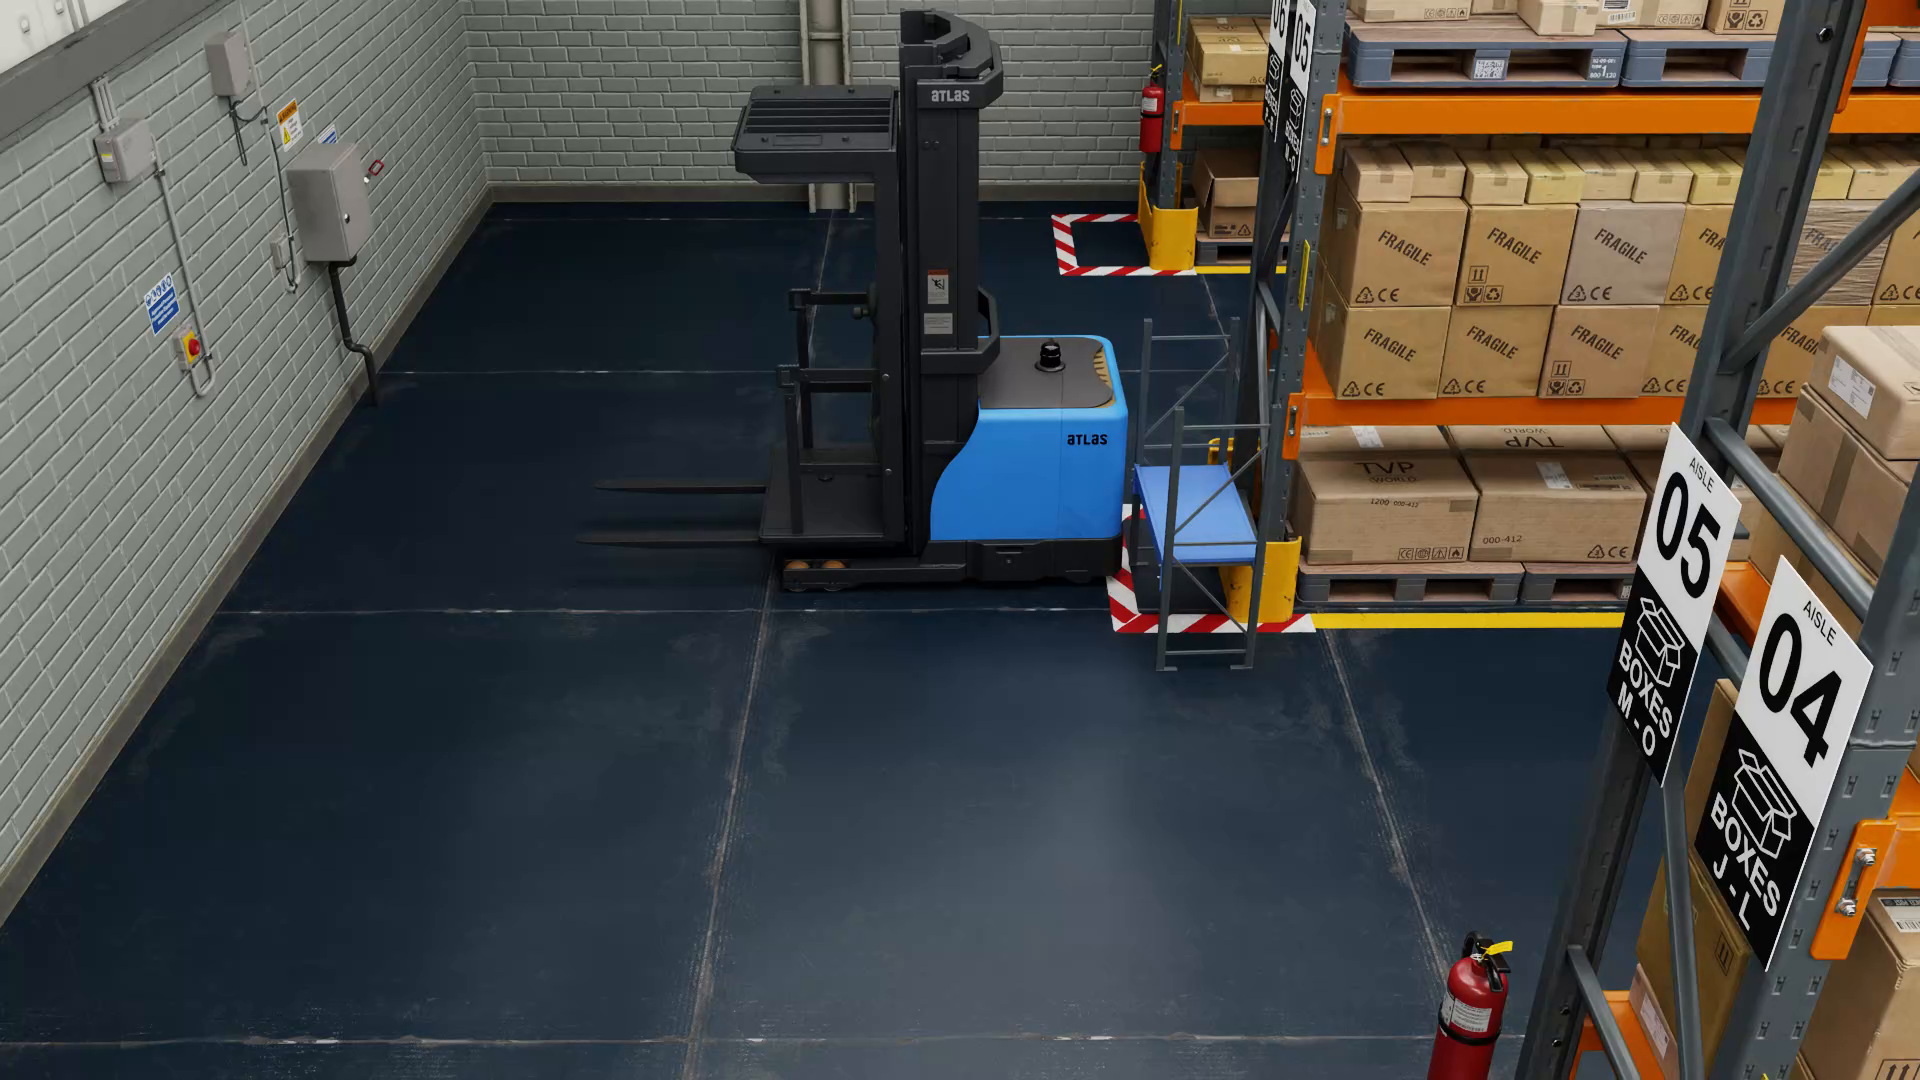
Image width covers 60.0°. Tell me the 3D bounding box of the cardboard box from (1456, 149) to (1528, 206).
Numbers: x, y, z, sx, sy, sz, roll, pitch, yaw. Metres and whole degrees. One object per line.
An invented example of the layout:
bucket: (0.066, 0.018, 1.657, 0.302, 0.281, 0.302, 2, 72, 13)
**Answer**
cardboard box: (2.516, -1.726, 7.906, 0.250, 0.149, 0.380, 1, 31, 1)

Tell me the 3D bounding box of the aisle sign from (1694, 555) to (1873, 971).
aisle sign: (1.697, 0.470, 3.467, 0.004, 0.787, 0.394, 0, 31, 0)

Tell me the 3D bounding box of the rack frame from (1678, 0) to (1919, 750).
rack frame: (1.768, -1.139, 2.842, 0.127, 3.000, 1.000, 0, 31, 0)

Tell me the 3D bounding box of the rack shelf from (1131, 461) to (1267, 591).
rack shelf: (1.228, -0.089, 8.686, 0.538, 0.185, 1.000, -1, 31, -2)

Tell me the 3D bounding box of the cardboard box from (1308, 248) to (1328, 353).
cardboard box: (2.118, -1.323, 8.832, 0.500, 0.500, 0.500, 0, 31, 0)

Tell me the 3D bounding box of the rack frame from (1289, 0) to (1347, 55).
rack frame: (1.637, -3.707, 7.073, 0.127, 3.000, 1.000, 0, 31, 0)

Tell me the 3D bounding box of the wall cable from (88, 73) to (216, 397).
wall cable: (-4.001, -1.560, 8.308, 0.123, 1.953, 0.585, 0, 31, 0)

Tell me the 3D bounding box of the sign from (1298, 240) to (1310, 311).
sign: (1.634, -1.258, 7.910, 0.005, 0.325, 0.100, 0, 31, 0)

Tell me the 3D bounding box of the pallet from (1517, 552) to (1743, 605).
pallet: (3.653, 0.005, 9.427, 1.213, 0.211, 1.003, 0, 31, 0)

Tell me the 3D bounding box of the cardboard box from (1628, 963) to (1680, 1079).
cardboard box: (2.092, 1.385, 4.706, 0.250, 0.149, 0.380, 0, 31, 0)

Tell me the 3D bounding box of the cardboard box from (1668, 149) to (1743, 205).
cardboard box: (3.545, -1.730, 7.913, 0.250, 0.149, 0.380, -1, 31, -1)

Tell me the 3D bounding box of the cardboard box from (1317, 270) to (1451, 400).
cardboard box: (2.119, -1.037, 8.360, 0.500, 0.500, 0.500, 0, 31, -1)

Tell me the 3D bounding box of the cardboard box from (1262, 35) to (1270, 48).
cardboard box: (2.563, -3.643, 12.609, 0.500, 0.250, 0.500, 0, 31, 0)

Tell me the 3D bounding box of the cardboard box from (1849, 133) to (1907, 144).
cardboard box: (4.559, -2.035, 8.415, 0.250, 0.149, 0.380, 0, 31, -1)

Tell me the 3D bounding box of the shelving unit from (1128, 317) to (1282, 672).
shelving unit: (1.228, -0.243, 8.593, 0.538, 1.500, 1.048, -1, 31, -2)

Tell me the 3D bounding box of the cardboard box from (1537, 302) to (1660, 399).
cardboard box: (3.133, -1.045, 8.374, 0.500, 0.500, 0.500, 0, 31, -1)

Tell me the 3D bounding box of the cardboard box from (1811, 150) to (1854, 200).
cardboard box: (4.052, -1.765, 7.970, 0.250, 0.149, 0.380, -1, 31, -1)

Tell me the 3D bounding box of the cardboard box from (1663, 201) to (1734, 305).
cardboard box: (3.649, -1.479, 8.124, 0.500, 0.500, 0.500, 0, 31, 0)

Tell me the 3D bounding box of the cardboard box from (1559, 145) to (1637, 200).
cardboard box: (3.041, -1.764, 7.970, 0.250, 0.149, 0.380, 0, 31, 0)

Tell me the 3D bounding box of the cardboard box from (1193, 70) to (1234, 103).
cardboard box: (1.934, -3.468, 12.705, 0.250, 0.149, 0.380, 0, 31, -1)

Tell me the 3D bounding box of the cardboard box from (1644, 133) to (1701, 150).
cardboard box: (3.533, -2.018, 8.387, 0.250, 0.149, 0.380, 1, 31, 1)

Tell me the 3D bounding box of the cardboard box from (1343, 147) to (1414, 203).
cardboard box: (1.994, -1.747, 7.941, 0.250, 0.149, 0.380, 0, 31, 1)

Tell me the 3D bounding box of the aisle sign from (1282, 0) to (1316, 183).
aisle sign: (1.567, -2.103, 7.707, 0.004, 0.787, 0.394, 0, 31, 0)

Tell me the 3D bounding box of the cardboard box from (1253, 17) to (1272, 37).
cardboard box: (2.577, -3.920, 13.065, 0.500, 0.250, 0.500, 0, 31, 0)

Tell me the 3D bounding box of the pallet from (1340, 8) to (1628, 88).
pallet: (2.379, -2.394, 7.887, 1.213, 0.211, 1.003, 0, 31, 0)

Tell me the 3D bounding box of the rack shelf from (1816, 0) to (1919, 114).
rack shelf: (3.768, -0.837, 3.039, 4.000, 0.370, 1.077, 0, 31, 0)

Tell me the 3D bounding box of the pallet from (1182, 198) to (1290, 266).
pallet: (2.477, -2.527, 13.601, 1.213, 0.211, 1.003, 0, 31, 0)

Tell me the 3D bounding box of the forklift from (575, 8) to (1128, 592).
forklift: (-0.624, -1.246, 8.867, 3.031, 2.935, 1.130, -1, 31, -1)

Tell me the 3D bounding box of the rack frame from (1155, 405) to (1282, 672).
rack frame: (1.253, 0.021, 8.159, 0.500, 1.500, 0.032, -1, 31, -2)

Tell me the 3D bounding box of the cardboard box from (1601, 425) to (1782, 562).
cardboard box: (4.113, -0.289, 9.289, 0.875, 0.438, 0.875, -1, 31, -2)

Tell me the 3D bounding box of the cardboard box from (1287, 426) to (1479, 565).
cardboard box: (2.296, -0.280, 9.274, 0.875, 0.438, 0.875, -1, 31, -2)

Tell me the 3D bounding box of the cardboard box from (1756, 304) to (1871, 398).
cardboard box: (4.158, -1.049, 8.380, 0.500, 0.500, 0.500, -1, 31, -1)

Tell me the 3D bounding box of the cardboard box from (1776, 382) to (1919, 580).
cardboard box: (2.227, -0.140, 3.749, 0.500, 0.250, 0.500, -1, 31, -2)

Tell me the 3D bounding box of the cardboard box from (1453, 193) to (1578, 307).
cardboard box: (2.635, -1.471, 8.111, 0.500, 0.500, 0.500, -1, 31, -2)

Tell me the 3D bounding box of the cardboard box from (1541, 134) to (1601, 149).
cardboard box: (3.020, -1.996, 8.351, 0.250, 0.149, 0.380, 0, 31, -1)

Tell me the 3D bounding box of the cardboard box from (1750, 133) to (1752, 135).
cardboard box: (4.043, -2.005, 8.367, 0.250, 0.149, 0.380, 0, 31, 0)

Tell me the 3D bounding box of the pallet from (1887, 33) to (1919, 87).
pallet: (4.819, -2.402, 7.899, 1.213, 0.211, 1.003, 0, 31, 0)

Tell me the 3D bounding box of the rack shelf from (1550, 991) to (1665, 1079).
rack shelf: (3.768, 1.727, 4.595, 4.000, 0.370, 1.077, 0, 31, 0)

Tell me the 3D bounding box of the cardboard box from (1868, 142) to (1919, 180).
cardboard box: (4.564, -1.785, 8.004, 0.250, 0.149, 0.380, 0, 31, -1)

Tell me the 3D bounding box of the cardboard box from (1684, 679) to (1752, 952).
cardboard box: (2.224, 0.698, 4.250, 0.500, 0.500, 0.500, -1, 31, -1)

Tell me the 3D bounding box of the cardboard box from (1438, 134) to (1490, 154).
cardboard box: (2.506, -2.052, 8.444, 0.250, 0.149, 0.380, 0, 31, -1)

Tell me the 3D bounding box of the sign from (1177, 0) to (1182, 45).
sign: (1.607, -3.805, 12.184, 0.005, 0.325, 0.100, 0, 31, 0)

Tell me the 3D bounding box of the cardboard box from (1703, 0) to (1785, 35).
cardboard box: (3.654, -2.618, 7.572, 0.500, 0.500, 0.500, 0, 31, 1)

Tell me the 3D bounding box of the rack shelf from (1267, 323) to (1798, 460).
rack shelf: (3.637, -0.840, 8.826, 4.000, 0.370, 1.077, 0, 31, 0)

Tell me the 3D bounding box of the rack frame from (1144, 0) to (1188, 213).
rack frame: (1.603, -3.716, 12.873, 0.127, 3.000, 1.000, 0, 31, 0)

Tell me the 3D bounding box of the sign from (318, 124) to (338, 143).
sign: (-4.078, -2.417, 10.823, 0.001, 0.494, 0.329, 0, 31, 0)

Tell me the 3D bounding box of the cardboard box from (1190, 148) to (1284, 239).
cardboard box: (2.216, -2.781, 13.334, 0.637, 0.503, 0.797, -1, 31, -2)

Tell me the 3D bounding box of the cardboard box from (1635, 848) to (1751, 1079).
cardboard box: (2.216, 1.121, 4.517, 0.500, 0.500, 0.500, 0, 31, 1)

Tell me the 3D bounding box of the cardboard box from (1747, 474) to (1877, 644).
cardboard box: (2.221, 0.069, 3.887, 0.500, 0.250, 0.500, -1, 31, -1)

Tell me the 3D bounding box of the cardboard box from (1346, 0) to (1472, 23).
cardboard box: (2.086, -2.630, 7.834, 0.500, 0.250, 0.500, -3, 31, -5)

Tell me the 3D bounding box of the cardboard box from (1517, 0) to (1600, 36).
cardboard box: (2.726, -2.423, 7.590, 0.250, 0.149, 0.380, 1, 31, 2)

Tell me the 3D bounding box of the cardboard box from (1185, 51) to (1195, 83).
cardboard box: (1.933, -3.749, 13.169, 0.250, 0.149, 0.380, -1, 31, -1)

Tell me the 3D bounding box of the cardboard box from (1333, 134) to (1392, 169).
cardboard box: (1.995, -1.994, 8.349, 0.250, 0.149, 0.380, 0, 31, 0)

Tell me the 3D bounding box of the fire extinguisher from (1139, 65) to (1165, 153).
fire extinguisher: (1.459, -3.284, 12.594, 0.183, 0.674, 0.296, 0, 31, 0)

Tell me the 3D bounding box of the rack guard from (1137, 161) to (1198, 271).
rack guard: (1.679, -2.648, 13.522, 0.348, 0.500, 1.175, 0, 31, 0)

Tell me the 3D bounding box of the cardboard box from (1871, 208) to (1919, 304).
cardboard box: (4.659, -1.482, 8.130, 0.500, 0.500, 0.500, -1, 31, -1)
